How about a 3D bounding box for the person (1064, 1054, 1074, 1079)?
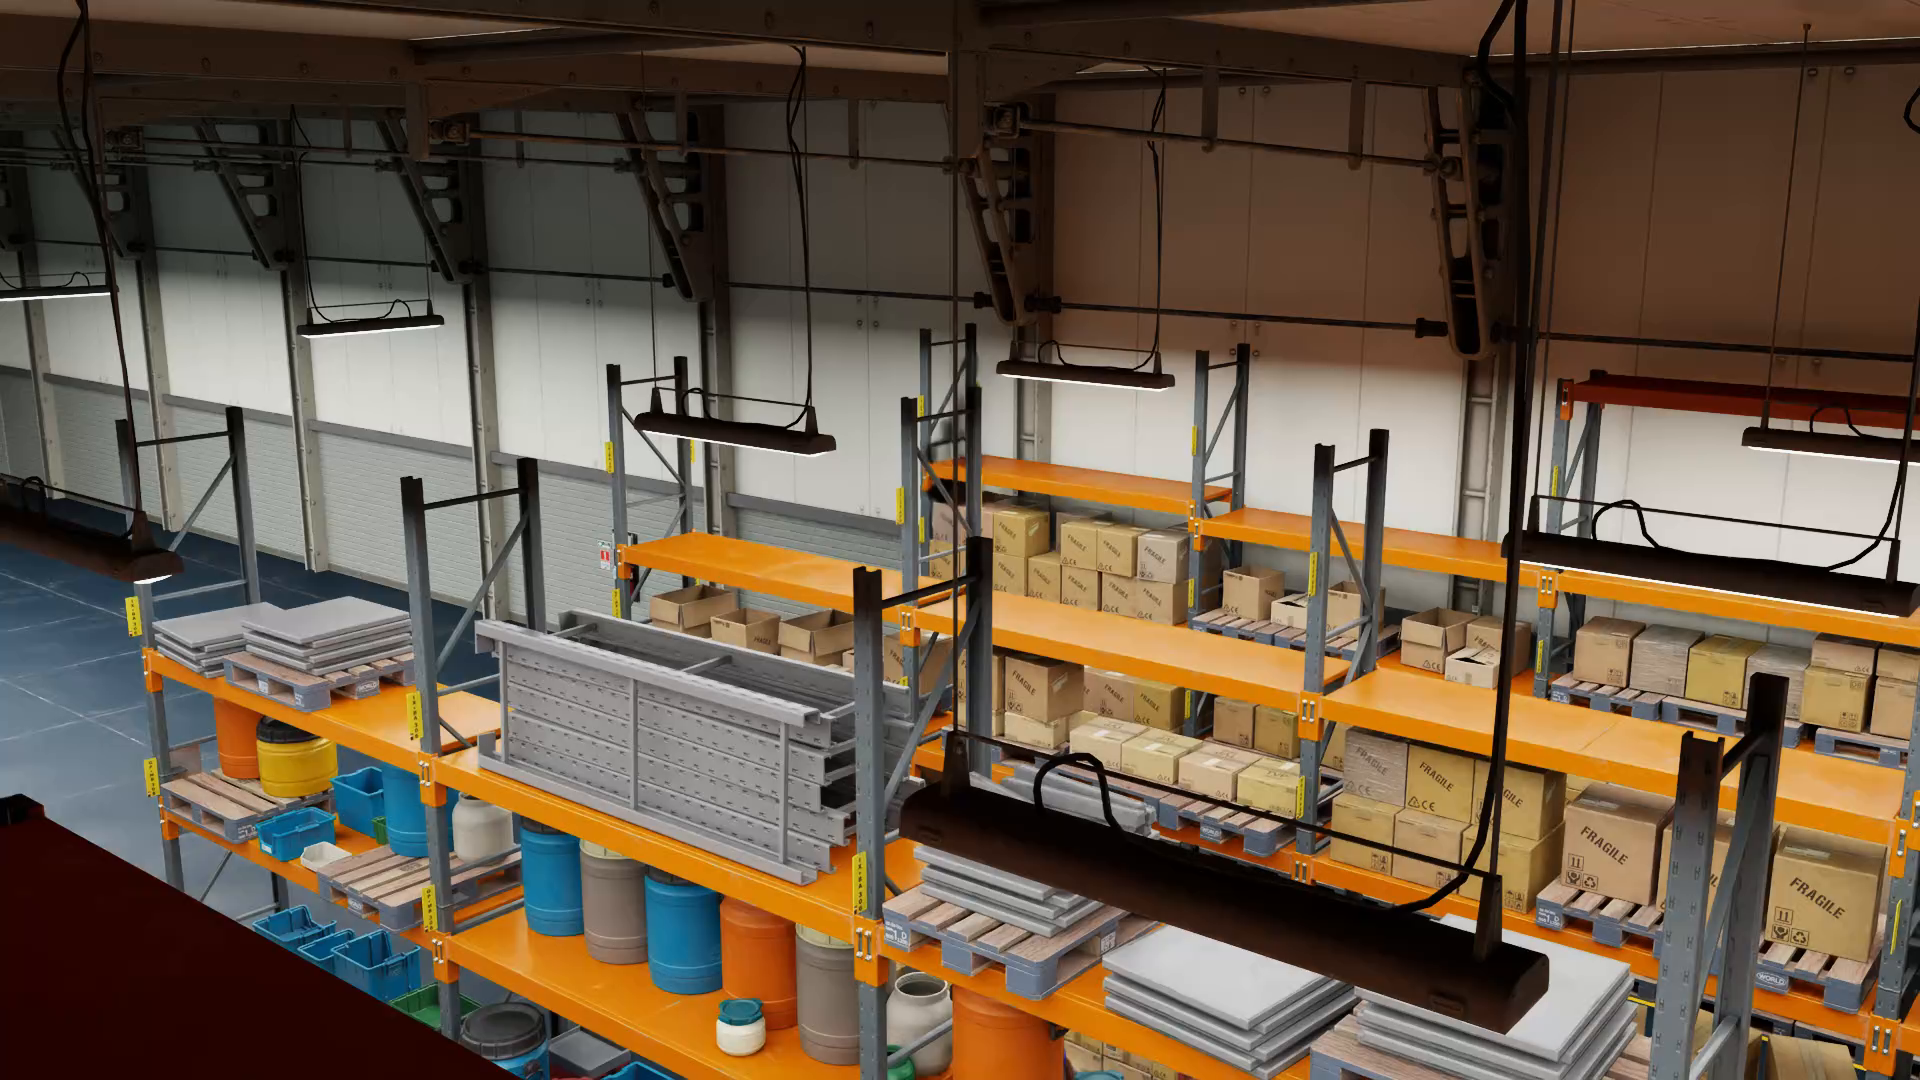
[{"bbox_3d":[0.696,4.489,12.874,0.705,1.591,0.565,5,14,21],"label":"person"}]
